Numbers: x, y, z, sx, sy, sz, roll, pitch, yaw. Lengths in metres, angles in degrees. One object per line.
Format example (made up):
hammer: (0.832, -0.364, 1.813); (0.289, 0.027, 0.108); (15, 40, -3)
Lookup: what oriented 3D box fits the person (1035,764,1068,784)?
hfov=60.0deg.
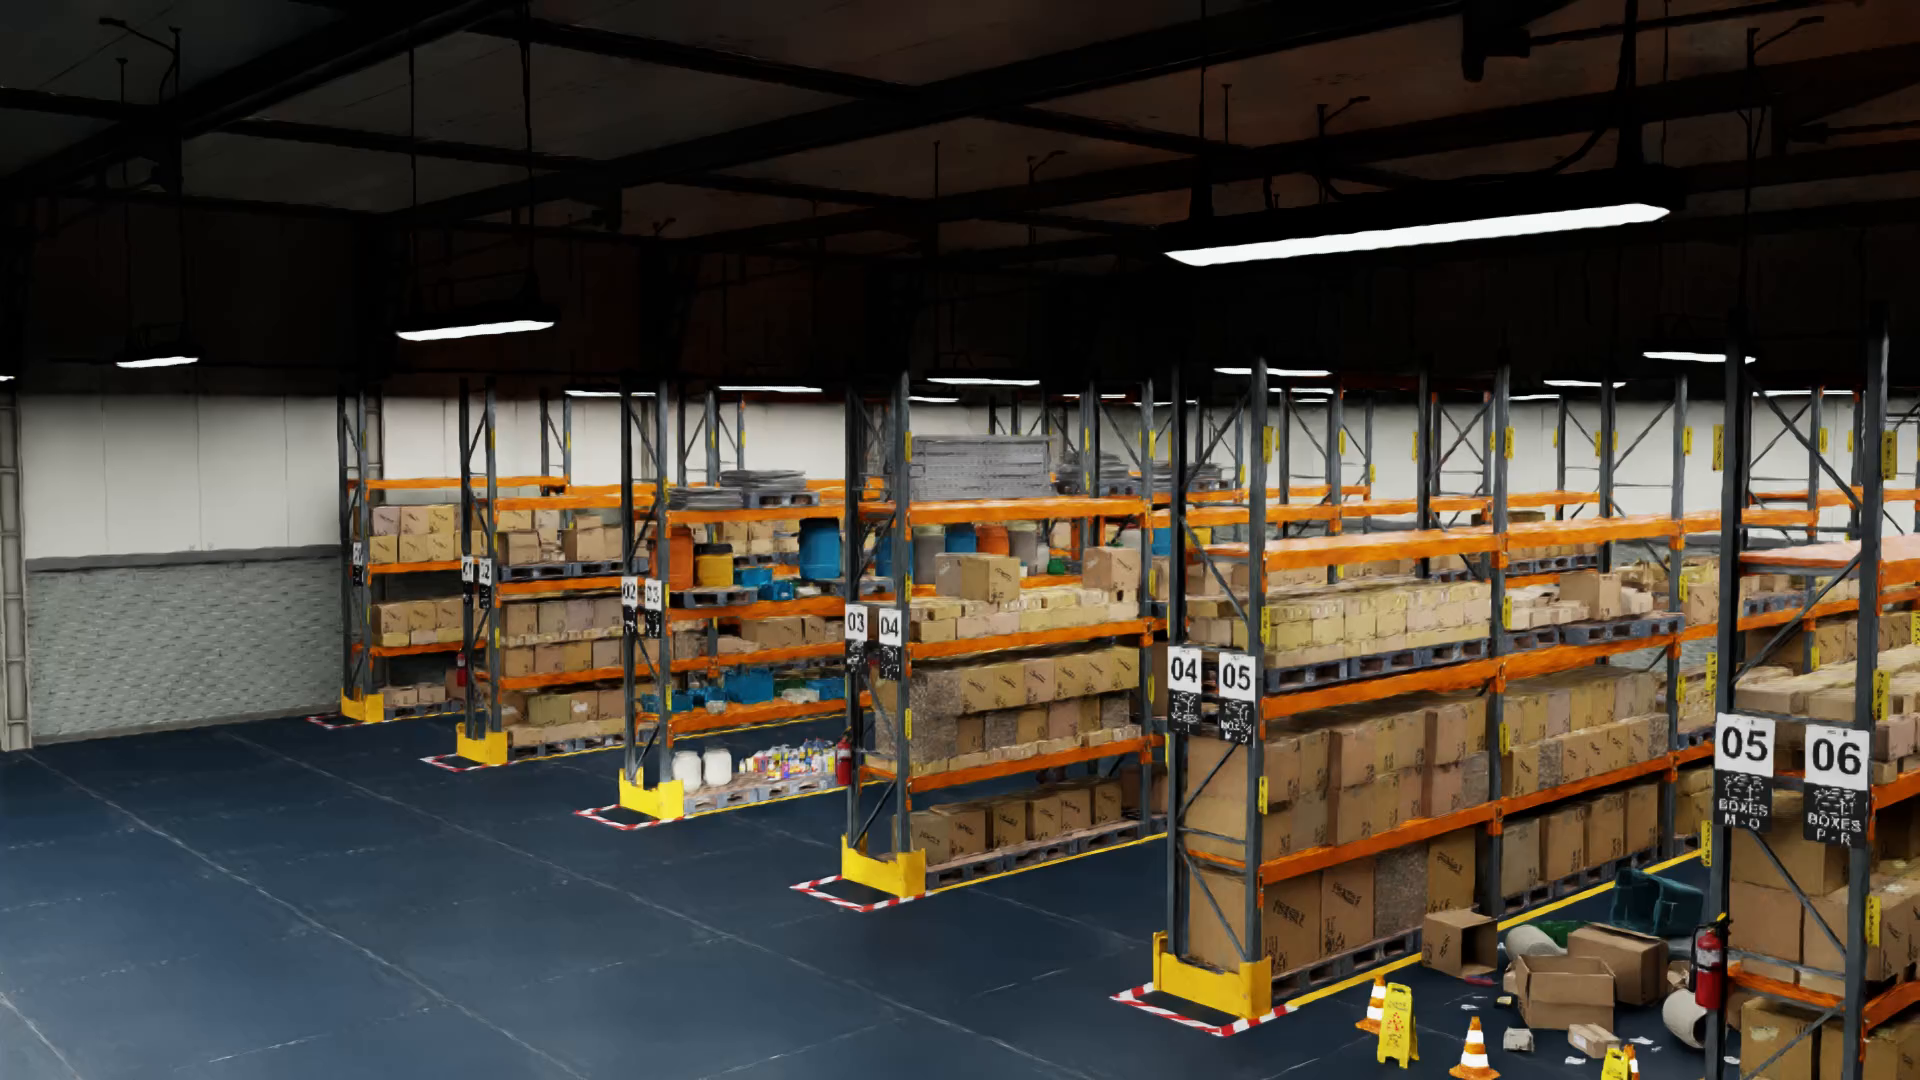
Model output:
person: (1.285, 2.842, 22.760); (0.534, 1.674, 0.677); (-3, 5, -42)

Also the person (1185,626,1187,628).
person: (4.972, 1.793, 37.749); (0.743, 1.757, 0.657); (1, 4, 15)
